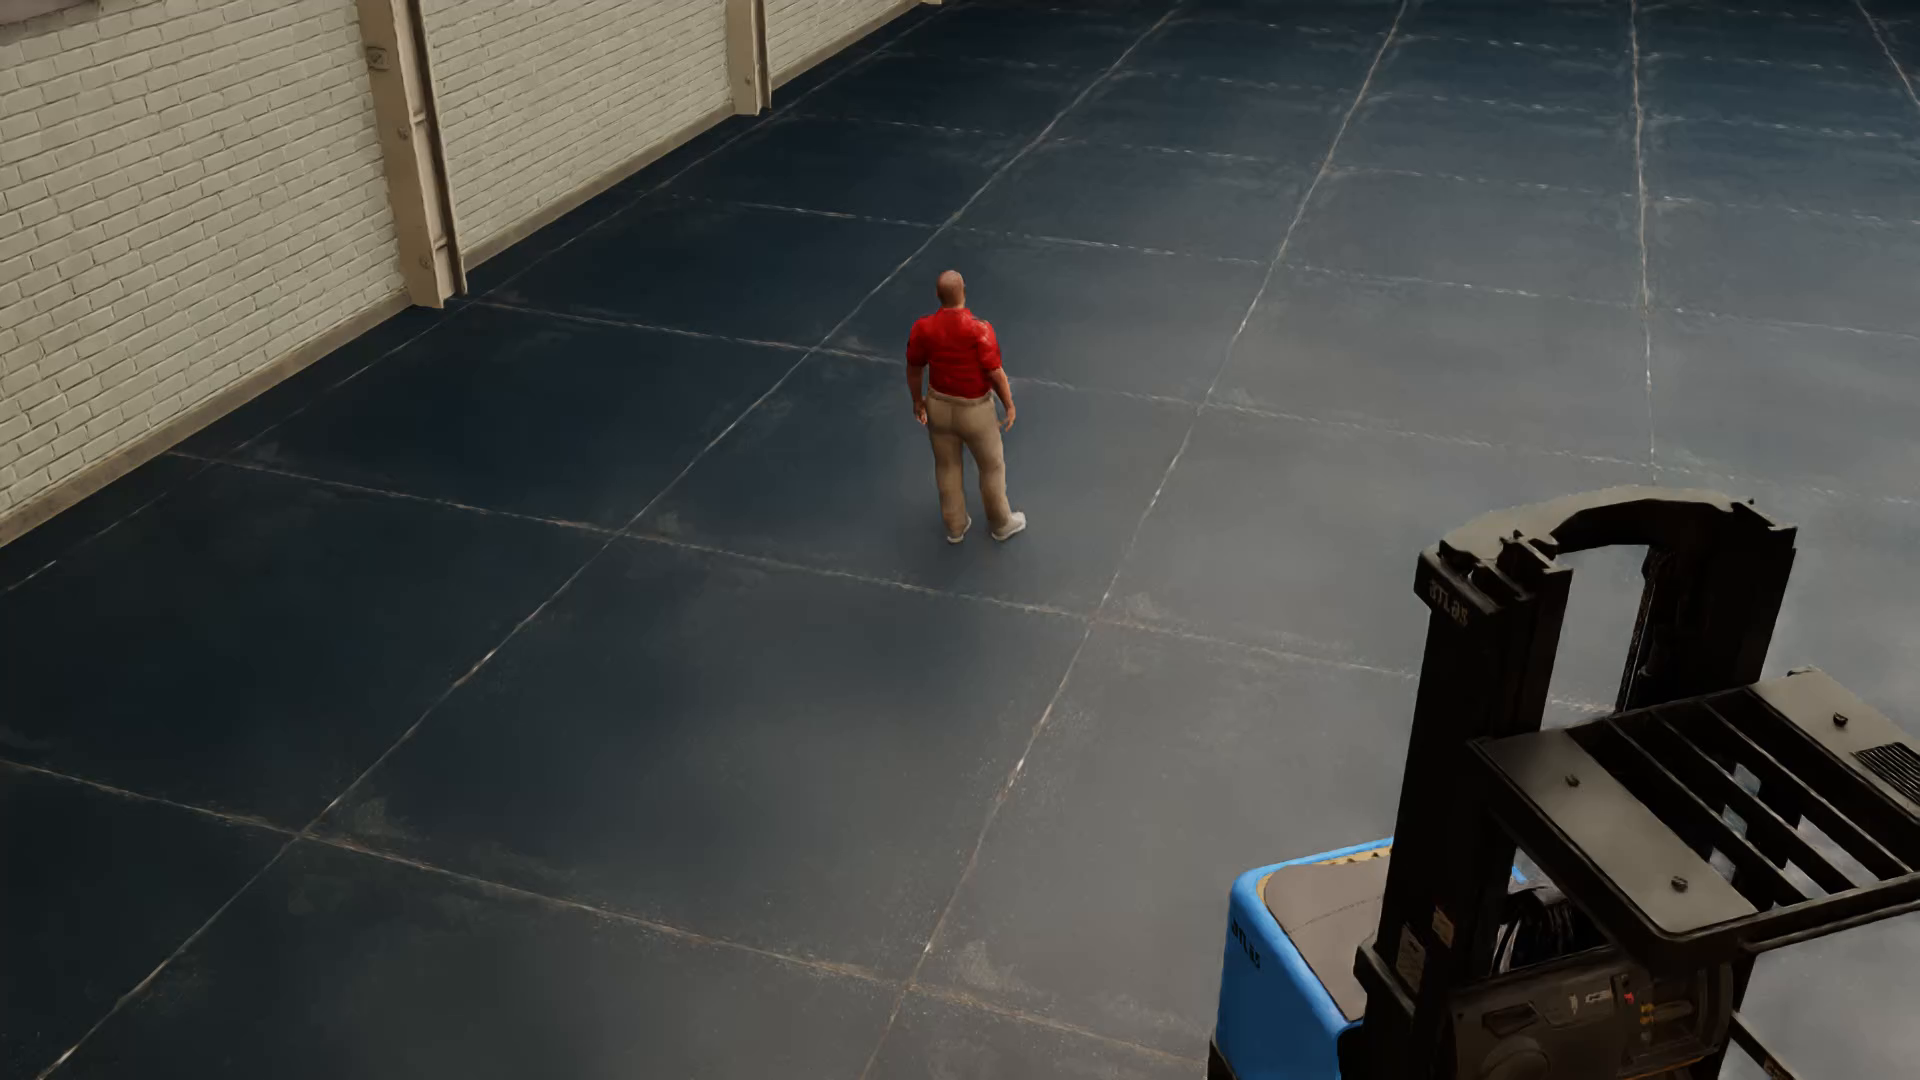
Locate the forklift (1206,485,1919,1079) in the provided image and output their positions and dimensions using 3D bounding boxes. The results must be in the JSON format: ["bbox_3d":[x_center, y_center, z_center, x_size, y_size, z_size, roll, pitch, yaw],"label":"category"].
[{"bbox_3d":[1.882,1.454,4.586,1.130,2.935,3.031,-9,31,-16],"label":"forklift"}]

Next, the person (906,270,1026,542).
[{"bbox_3d":[0.040,-0.797,9.735,0.640,1.727,0.550,10,31,16],"label":"person"}]
